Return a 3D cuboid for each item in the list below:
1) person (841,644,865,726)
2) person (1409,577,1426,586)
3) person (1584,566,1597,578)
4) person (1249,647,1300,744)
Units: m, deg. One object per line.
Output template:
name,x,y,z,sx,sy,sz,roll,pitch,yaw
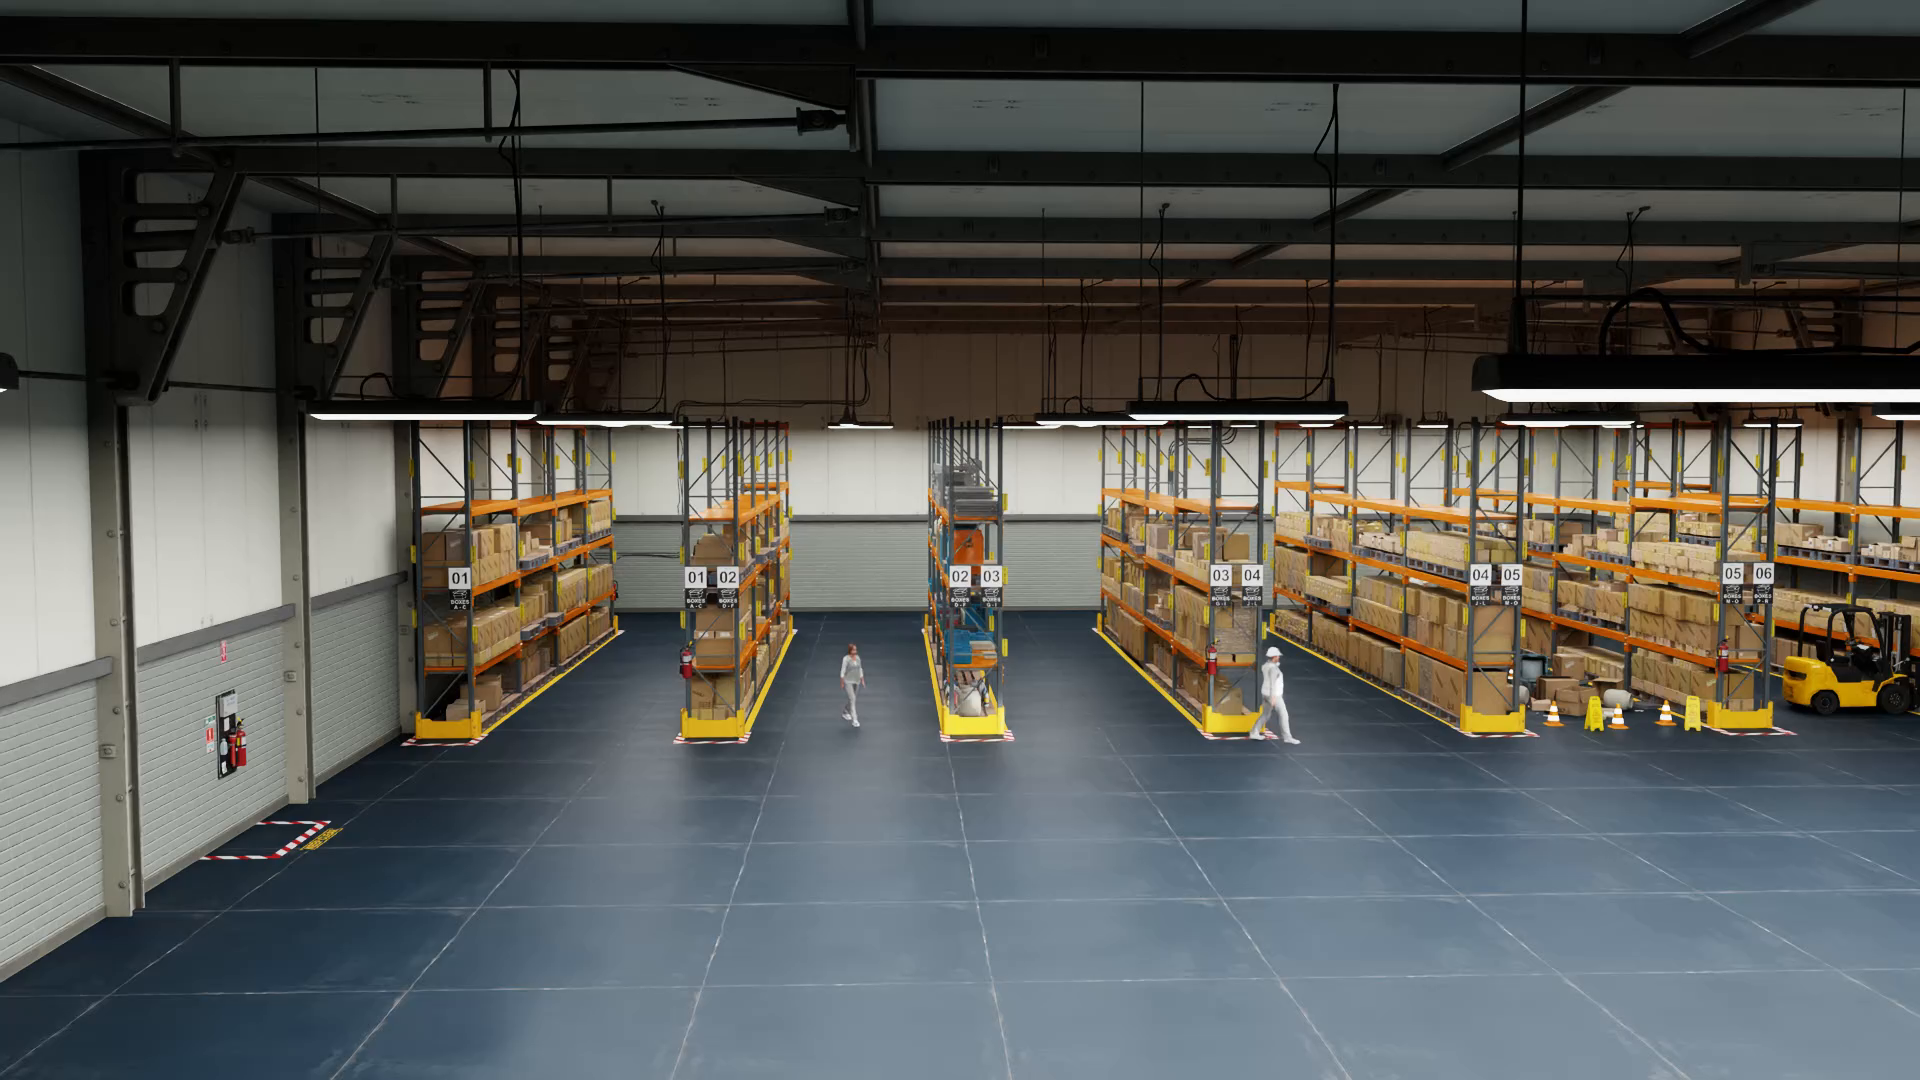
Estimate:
person,-2.111,2.809,32.614,0.434,1.572,0.842,-3,5,-41
person,13.798,1.567,50.442,1.098,1.702,0.587,-1,4,-19
person,18.712,1.636,49.397,0.990,1.738,0.550,0,4,5
person,5.783,2.853,30.684,0.852,1.753,0.561,-1,4,-11
